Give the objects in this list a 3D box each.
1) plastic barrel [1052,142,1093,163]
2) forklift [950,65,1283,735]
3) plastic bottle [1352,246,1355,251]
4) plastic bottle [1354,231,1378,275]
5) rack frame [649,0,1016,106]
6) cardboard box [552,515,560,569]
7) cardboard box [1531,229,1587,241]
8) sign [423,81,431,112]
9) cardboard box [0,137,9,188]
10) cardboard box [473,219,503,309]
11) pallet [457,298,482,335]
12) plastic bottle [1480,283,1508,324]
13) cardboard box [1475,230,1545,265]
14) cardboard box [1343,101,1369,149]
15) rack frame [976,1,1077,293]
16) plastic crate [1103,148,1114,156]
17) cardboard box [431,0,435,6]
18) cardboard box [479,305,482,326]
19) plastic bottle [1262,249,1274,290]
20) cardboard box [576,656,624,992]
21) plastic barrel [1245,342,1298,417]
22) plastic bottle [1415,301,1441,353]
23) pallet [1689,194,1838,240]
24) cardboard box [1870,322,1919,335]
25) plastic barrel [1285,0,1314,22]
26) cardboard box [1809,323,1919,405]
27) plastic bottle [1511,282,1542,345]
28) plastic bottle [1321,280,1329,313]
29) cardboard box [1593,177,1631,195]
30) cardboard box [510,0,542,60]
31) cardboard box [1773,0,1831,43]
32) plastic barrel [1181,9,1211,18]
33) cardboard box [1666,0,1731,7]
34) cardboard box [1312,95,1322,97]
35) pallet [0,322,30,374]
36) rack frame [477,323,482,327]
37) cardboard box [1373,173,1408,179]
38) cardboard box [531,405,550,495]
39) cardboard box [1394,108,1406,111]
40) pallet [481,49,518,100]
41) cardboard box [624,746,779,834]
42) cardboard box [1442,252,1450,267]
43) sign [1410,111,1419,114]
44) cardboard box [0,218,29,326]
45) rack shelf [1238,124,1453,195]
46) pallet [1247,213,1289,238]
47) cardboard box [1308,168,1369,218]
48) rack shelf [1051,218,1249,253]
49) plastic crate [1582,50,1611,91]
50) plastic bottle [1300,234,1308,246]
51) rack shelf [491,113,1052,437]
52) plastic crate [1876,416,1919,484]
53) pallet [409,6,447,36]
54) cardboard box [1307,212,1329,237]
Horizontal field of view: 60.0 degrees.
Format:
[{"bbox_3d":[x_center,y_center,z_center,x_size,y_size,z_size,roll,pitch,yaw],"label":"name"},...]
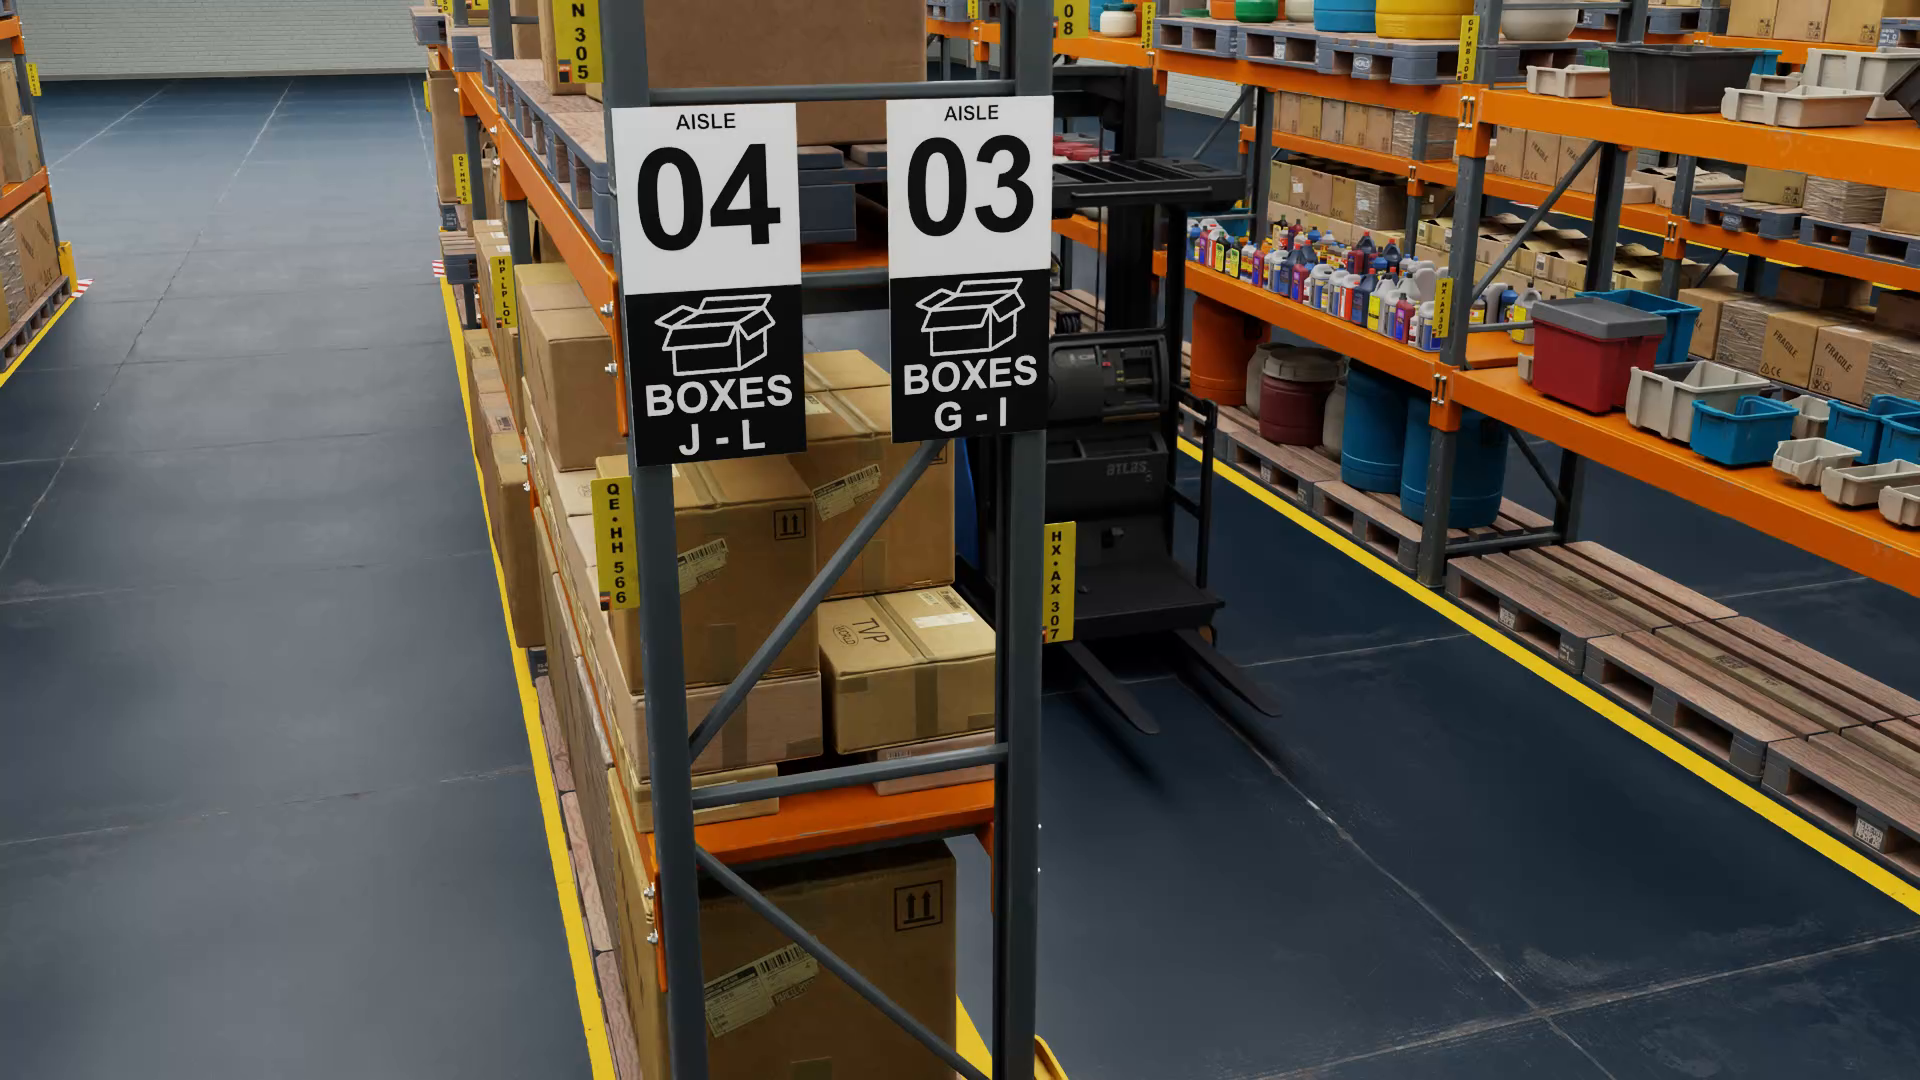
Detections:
[{"bbox_3d":[0.971,-3.262,14.861,0.433,0.535,0.433,0,20,0],"label":"plastic barrel"},{"bbox_3d":[0.705,-0.832,8.397,1.130,2.935,3.031,-6,21,-16],"label":"forklift"},{"bbox_3d":[2.797,-1.974,11.648,0.061,0.283,0.133,-6,21,-17],"label":"plastic bottle"},{"bbox_3d":[2.807,-1.950,11.482,0.144,0.351,0.185,-6,21,-17],"label":"plastic bottle"},{"bbox_3d":[-0.285,-2.210,3.257,0.949,2.616,0.053,-6,21,-17],"label":"rack frame"},{"bbox_3d":[-1.354,-0.006,6.368,0.380,0.149,0.250,-6,21,-17],"label":"cardboard box"},{"bbox_3d":[6.075,-3.030,17.033,0.500,0.311,0.500,-6,21,-17],"label":"cardboard box"},{"bbox_3d":[-5.826,-4.871,18.260,0.100,0.325,0.005,-6,21,-17],"label":"sign"},{"bbox_3d":[-9.641,-3.616,15.824,0.875,0.550,0.550,-6,21,-17],"label":"cardboard box"},{"bbox_3d":[-2.902,-1.816,10.888,0.500,0.500,0.500,-6,21,-16],"label":"cardboard box"},{"bbox_3d":[-4.298,-2.137,16.054,1.003,0.211,1.213,-6,21,-17],"label":"pallet"},{"bbox_3d":[3.264,-1.445,10.185,0.152,0.276,0.135,-6,21,-17],"label":"plastic bottle"},{"bbox_3d":[5.561,-2.970,16.866,0.500,0.311,0.500,-7,21,-19],"label":"cardboard box"},{"bbox_3d":[4.880,-4.808,19.217,0.700,0.500,0.500,-6,21,-16],"label":"cardboard box"},{"bbox_3d":[0.648,-3.764,16.459,1.000,3.000,0.127,-6,21,-17],"label":"rack frame"},{"bbox_3d":[1.290,-3.436,15.568,0.392,0.384,0.575,-6,21,-17],"label":"plastic crate"},{"bbox_3d":[-4.445,-4.697,14.842,0.500,0.250,0.500,-6,21,-15],"label":"cardboard box"},{"bbox_3d":[-3.881,-2.069,14.787,0.700,0.500,0.500,-8,21,-21],"label":"cardboard box"},{"bbox_3d":[2.108,-1.836,11.281,0.097,0.271,0.097,0,20,0],"label":"plastic bottle"},{"bbox_3d":[-0.845,0.926,5.922,0.875,0.875,0.875,-6,21,-17],"label":"cardboard box"},{"bbox_3d":[2.338,-1.180,12.324,0.421,0.512,0.421,0,20,0],"label":"plastic barrel"},{"bbox_3d":[2.732,-1.231,9.589,0.152,0.276,0.135,-6,21,-17],"label":"plastic bottle"},{"bbox_3d":[6.889,-2.705,13.794,1.213,0.211,1.003,-6,21,-17],"label":"pallet"},{"bbox_3d":[7.459,-1.427,12.999,0.500,0.500,0.500,-7,21,-19],"label":"cardboard box"},{"bbox_3d":[2.382,-3.696,11.416,0.301,0.262,0.301,0,20,0],"label":"plastic barrel"},{"bbox_3d":[6.973,-1.364,12.823,0.500,0.500,0.500,-7,21,-19],"label":"cardboard box"},{"bbox_3d":[2.688,-1.739,10.892,0.643,0.351,2.872,-6,21,-17],"label":"plastic bottle"},{"bbox_3d":[2.354,-1.552,10.594,0.097,0.201,0.097,0,20,0],"label":"plastic bottle"},{"bbox_3d":[6.155,-3.291,15.512,0.380,0.149,0.250,-5,20,-13],"label":"cardboard box"},{"bbox_3d":[-1.731,-2.512,7.766,0.700,0.500,0.500,-6,21,-16],"label":"cardboard box"},{"bbox_3d":[6.938,-4.164,12.987,0.910,0.500,0.500,-6,21,-17],"label":"cardboard box"},{"bbox_3d":[1.779,-3.893,12.610,0.294,0.245,0.294,0,20,0],"label":"plastic barrel"},{"bbox_3d":[6.413,-4.684,14.183,0.500,0.250,0.500,-8,21,-21],"label":"cardboard box"},{"bbox_3d":[4.420,-5.363,19.803,0.380,0.149,0.250,-7,21,-18],"label":"cardboard box"},{"bbox_3d":[-8.959,-1.683,14.790,1.003,0.211,1.213,-6,21,-17],"label":"pallet"},{"bbox_3d":[-4.057,-3.237,14.993,0.949,2.616,0.053,-6,21,-17],"label":"rack frame"},{"bbox_3d":[5.189,-4.049,19.588,0.500,0.500,0.500,-6,21,-17],"label":"cardboard box"},{"bbox_3d":[-1.489,-0.401,6.878,0.500,0.250,0.500,-6,21,-17],"label":"cardboard box"},{"bbox_3d":[4.987,-4.786,18.195,0.380,0.149,0.250,-7,21,-18],"label":"cardboard box"},{"bbox_3d":[-1.874,-2.281,8.176,0.805,0.209,1.217,-7,21,-19],"label":"pallet"},{"bbox_3d":[-0.706,0.652,4.535,0.380,0.149,0.250,-6,21,-16],"label":"cardboard box"},{"bbox_3d":[5.403,-2.873,17.424,0.500,0.250,0.500,-6,21,-16],"label":"cardboard box"},{"bbox_3d":[4.825,-4.674,17.595,0.100,0.325,0.005,-6,21,-17],"label":"sign"},{"bbox_3d":[-9.212,-2.439,15.292,0.875,0.875,0.875,-6,21,-17],"label":"cardboard box"},{"bbox_3d":[4.723,-4.592,19.829,1.077,0.370,4.000,-6,21,-17],"label":"rack shelf"},{"bbox_3d":[4.375,-4.020,21.295,1.003,0.211,1.213,-6,21,-17],"label":"pallet"},{"bbox_3d":[4.521,-4.152,19.875,0.500,0.500,0.500,-6,21,-17],"label":"cardboard box"},{"bbox_3d":[1.277,-2.784,14.793,1.077,0.370,4.000,-6,21,-17],"label":"rack shelf"},{"bbox_3d":[3.583,-2.405,8.551,0.450,0.188,0.662,-6,21,-17],"label":"plastic crate"},{"bbox_3d":[2.560,-2.158,12.282,0.097,0.201,0.097,0,20,0],"label":"plastic bottle"},{"bbox_3d":[-0.911,-1.102,5.674,1.077,0.370,4.000,-6,21,-17],"label":"rack shelf"},{"bbox_3d":[4.241,-0.399,7.250,0.416,0.233,0.300,-6,21,-17],"label":"plastic crate"},{"bbox_3d":[-3.961,-4.352,13.935,1.213,0.211,1.003,-6,21,-17],"label":"pallet"},{"bbox_3d":[4.522,-3.799,20.003,0.500,0.250,0.500,-6,21,-17],"label":"cardboard box"}]
